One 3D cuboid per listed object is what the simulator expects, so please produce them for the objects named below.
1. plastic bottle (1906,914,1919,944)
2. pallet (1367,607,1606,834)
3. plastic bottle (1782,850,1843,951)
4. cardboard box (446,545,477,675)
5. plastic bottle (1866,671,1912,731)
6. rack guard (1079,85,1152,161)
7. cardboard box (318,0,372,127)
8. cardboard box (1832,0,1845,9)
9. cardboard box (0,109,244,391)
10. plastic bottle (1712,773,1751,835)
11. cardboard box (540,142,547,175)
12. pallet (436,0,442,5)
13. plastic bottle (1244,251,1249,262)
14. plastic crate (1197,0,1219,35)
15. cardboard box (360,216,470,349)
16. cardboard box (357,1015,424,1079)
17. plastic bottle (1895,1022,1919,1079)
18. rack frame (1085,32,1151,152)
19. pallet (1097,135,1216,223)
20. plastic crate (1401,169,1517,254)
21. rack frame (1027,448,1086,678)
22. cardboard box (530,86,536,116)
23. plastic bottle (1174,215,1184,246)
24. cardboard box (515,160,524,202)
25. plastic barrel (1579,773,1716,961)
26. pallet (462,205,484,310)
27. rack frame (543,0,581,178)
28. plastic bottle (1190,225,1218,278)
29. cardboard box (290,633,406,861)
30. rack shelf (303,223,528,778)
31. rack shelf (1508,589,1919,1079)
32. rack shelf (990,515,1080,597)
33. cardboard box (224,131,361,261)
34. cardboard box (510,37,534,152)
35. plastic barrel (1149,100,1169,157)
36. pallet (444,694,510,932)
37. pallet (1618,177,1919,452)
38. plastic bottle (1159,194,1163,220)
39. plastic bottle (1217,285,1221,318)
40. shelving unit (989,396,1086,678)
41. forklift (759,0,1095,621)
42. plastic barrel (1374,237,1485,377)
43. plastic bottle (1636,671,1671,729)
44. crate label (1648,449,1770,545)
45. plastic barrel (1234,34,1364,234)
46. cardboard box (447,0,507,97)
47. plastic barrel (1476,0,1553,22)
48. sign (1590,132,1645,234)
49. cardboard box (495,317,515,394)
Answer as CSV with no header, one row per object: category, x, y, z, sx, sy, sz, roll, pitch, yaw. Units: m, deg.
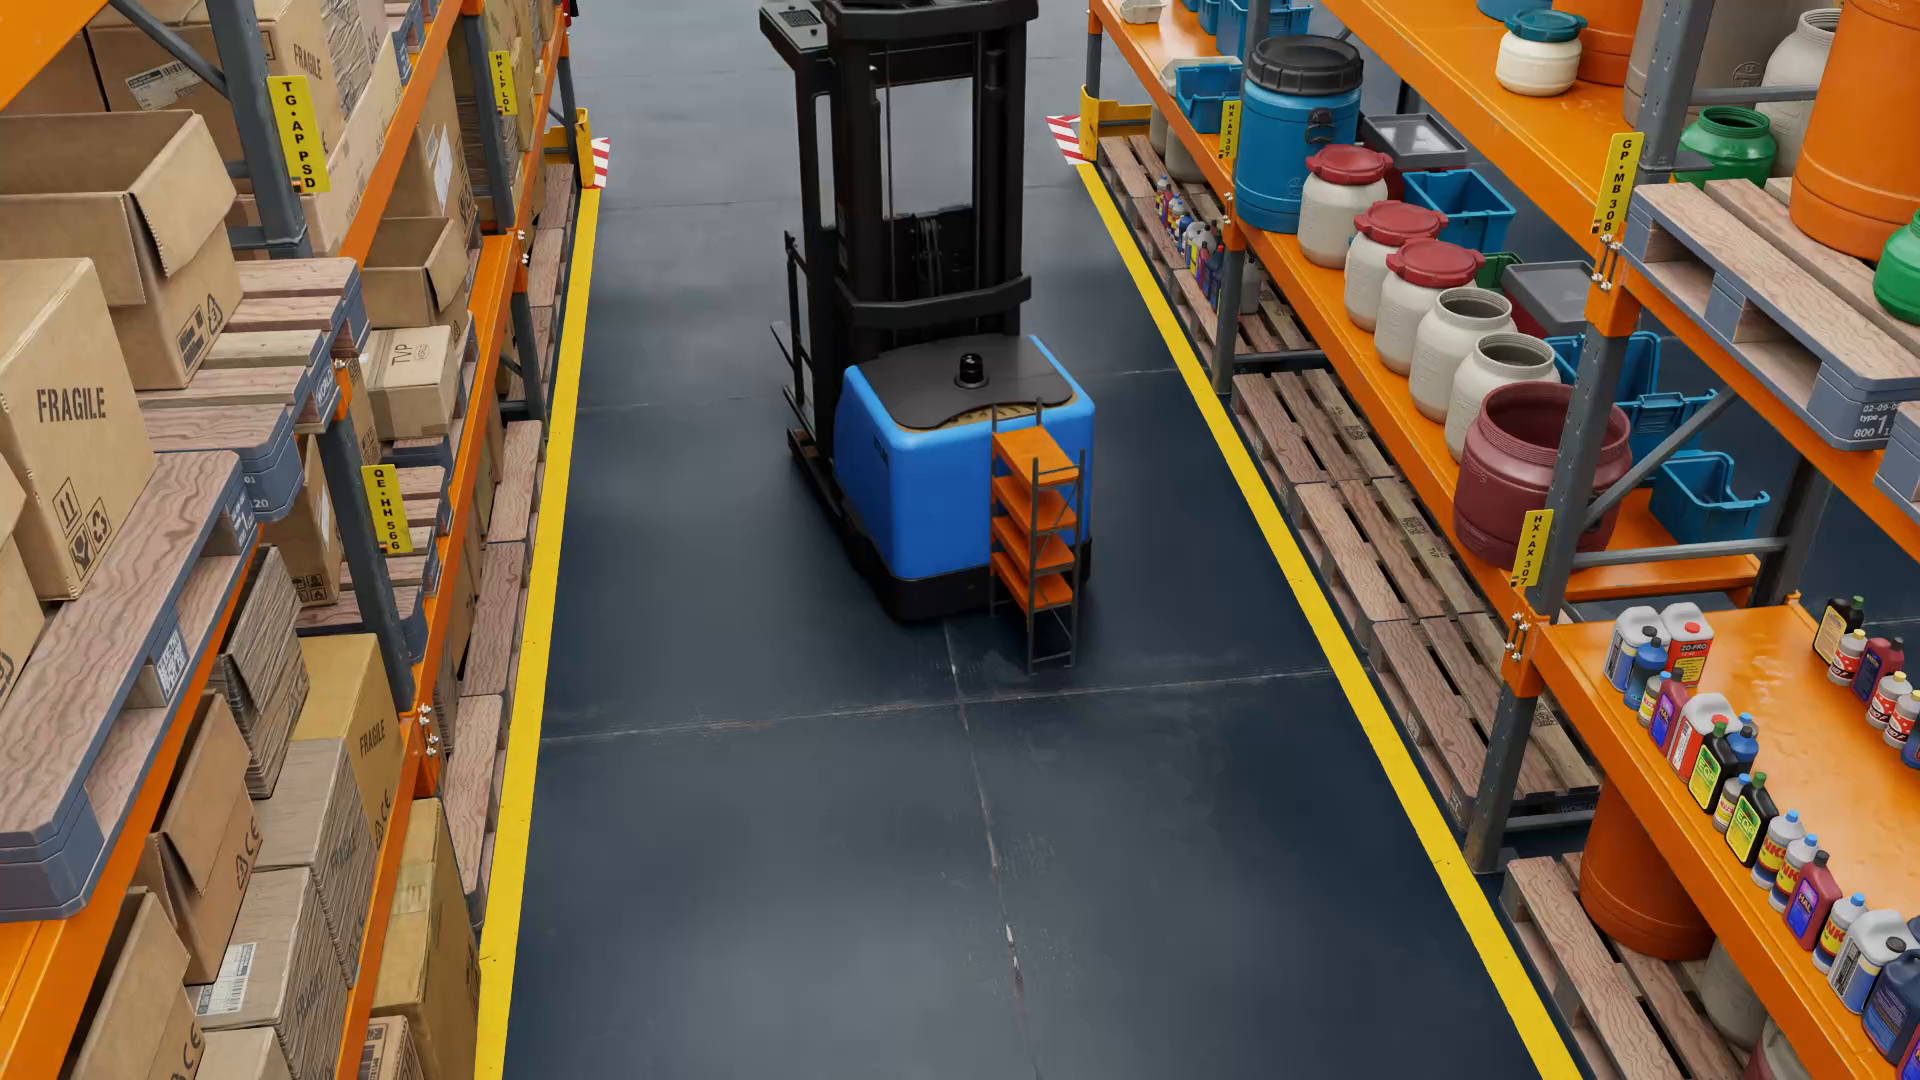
plastic bottle,2.645,1.117,4.492,0.144,0.351,0.185,-4,35,-6
pallet,2.504,0.771,7.432,1.003,0.211,1.213,-4,35,-6
plastic bottle,2.418,1.016,4.699,0.061,0.283,0.133,-4,35,-6
cardboard box,-2.618,0.283,7.500,0.700,0.500,0.500,-2,34,-2
plastic bottle,3.076,0.524,5.495,0.097,0.201,0.097,0,34,0
rack guard,1.551,-3.339,13.206,1.175,0.500,0.348,-4,35,-6
cardboard box,-2.211,-1.624,5.273,0.500,0.500,0.500,-4,34,-6
cardboard box,6.589,-3.993,11.858,0.700,0.500,0.500,-4,34,-6
cardboard box,-2.185,-0.692,3.974,0.797,0.503,0.637,-2,34,-4
plastic bottle,2.376,0.801,5.088,0.097,0.201,0.097,0,34,0
cardboard box,-3.347,-2.827,12.081,0.500,0.500,0.500,2,34,2
pallet,-2.898,-2.613,7.424,1.213,0.211,1.003,-4,35,-6
plastic bottle,1.777,-1.705,10.616,0.152,0.276,0.135,-4,35,-6
plastic crate,1.940,-3.730,11.692,0.499,0.251,0.408,-4,35,-6
cardboard box,-2.551,-1.059,7.176,0.797,0.503,0.637,-1,34,-1
cardboard box,-2.154,2.018,4.639,1.225,0.875,0.875,-4,35,-6
plastic bottle,2.492,1.323,4.249,0.061,0.283,0.133,-4,35,-6
rack frame,1.494,-4.411,12.559,1.000,3.000,0.127,-4,35,-6
pallet,1.655,-2.766,12.621,1.003,0.211,1.213,-4,35,-6
plastic crate,2.489,-1.580,8.419,0.392,0.384,0.575,-4,35,-6
rack frame,0.428,0.123,7.504,0.240,1.200,0.015,-12,36,-17
cardboard box,-2.822,-2.679,10.240,0.380,0.149,0.250,-4,35,-6
plastic bottle,1.502,-2.099,11.260,0.097,0.201,0.097,0,34,0
cardboard box,-2.628,-1.983,9.219,0.380,0.149,0.250,-4,35,-6
plastic barrel,2.653,1.048,6.102,0.600,0.830,0.708,-4,35,-6
pallet,-2.917,-1.287,8.145,1.003,0.211,1.213,-4,35,-6
rack frame,-3.414,-4.036,12.008,1.000,3.000,0.127,-4,35,-6
plastic bottle,1.591,-1.891,10.822,0.144,0.351,0.185,-5,35,-7
cardboard box,-2.026,0.644,5.053,0.500,0.500,0.500,-3,34,-5
rack shelf,-2.607,-0.390,7.298,1.077,0.370,4.000,-4,35,-6
rack shelf,2.839,1.467,4.573,1.077,0.370,4.000,-4,35,-6
rack shelf,0.344,0.050,7.731,0.258,0.148,0.480,-12,36,-17
cardboard box,-2.149,-1.031,5.068,0.500,0.250,0.500,-4,34,-6
cardboard box,-2.908,-2.505,9.410,0.875,0.500,0.500,-4,35,-6
plastic barrel,1.658,-3.195,12.611,0.421,0.512,0.421,0,34,0
pallet,-2.442,1.145,6.883,1.003,0.211,1.213,-4,35,-6
pallet,2.576,-0.674,4.579,1.003,0.211,1.213,-4,35,-6
plastic bottle,1.443,-2.343,11.619,0.097,0.201,0.097,0,34,0
plastic bottle,1.640,-1.481,10.282,0.061,0.283,0.133,-3,34,-4
shelving unit,0.344,-0.006,7.693,0.258,1.200,0.503,-12,36,-17
forklift,-0.333,-1.645,8.562,1.130,2.935,3.031,-12,36,-17
plastic barrel,2.100,-1.033,7.482,0.433,0.535,0.433,0,34,0
plastic bottle,2.309,0.523,5.496,0.097,0.201,0.097,0,34,0
crate label,2.885,-0.141,6.442,0.303,0.233,0.416,-4,35,-6
plastic barrel,1.784,-2.147,8.792,0.600,0.901,0.708,-4,35,-6
cardboard box,-2.685,-2.651,8.736,0.500,0.500,0.500,-4,35,-6
plastic barrel,2.491,-2.628,6.834,0.600,0.901,0.708,-4,35,-6
sign,2.026,-1.097,5.126,0.100,0.325,0.005,-4,35,-6
cardboard box,-2.890,-1.170,9.651,0.500,0.500,0.500,-5,35,-8
